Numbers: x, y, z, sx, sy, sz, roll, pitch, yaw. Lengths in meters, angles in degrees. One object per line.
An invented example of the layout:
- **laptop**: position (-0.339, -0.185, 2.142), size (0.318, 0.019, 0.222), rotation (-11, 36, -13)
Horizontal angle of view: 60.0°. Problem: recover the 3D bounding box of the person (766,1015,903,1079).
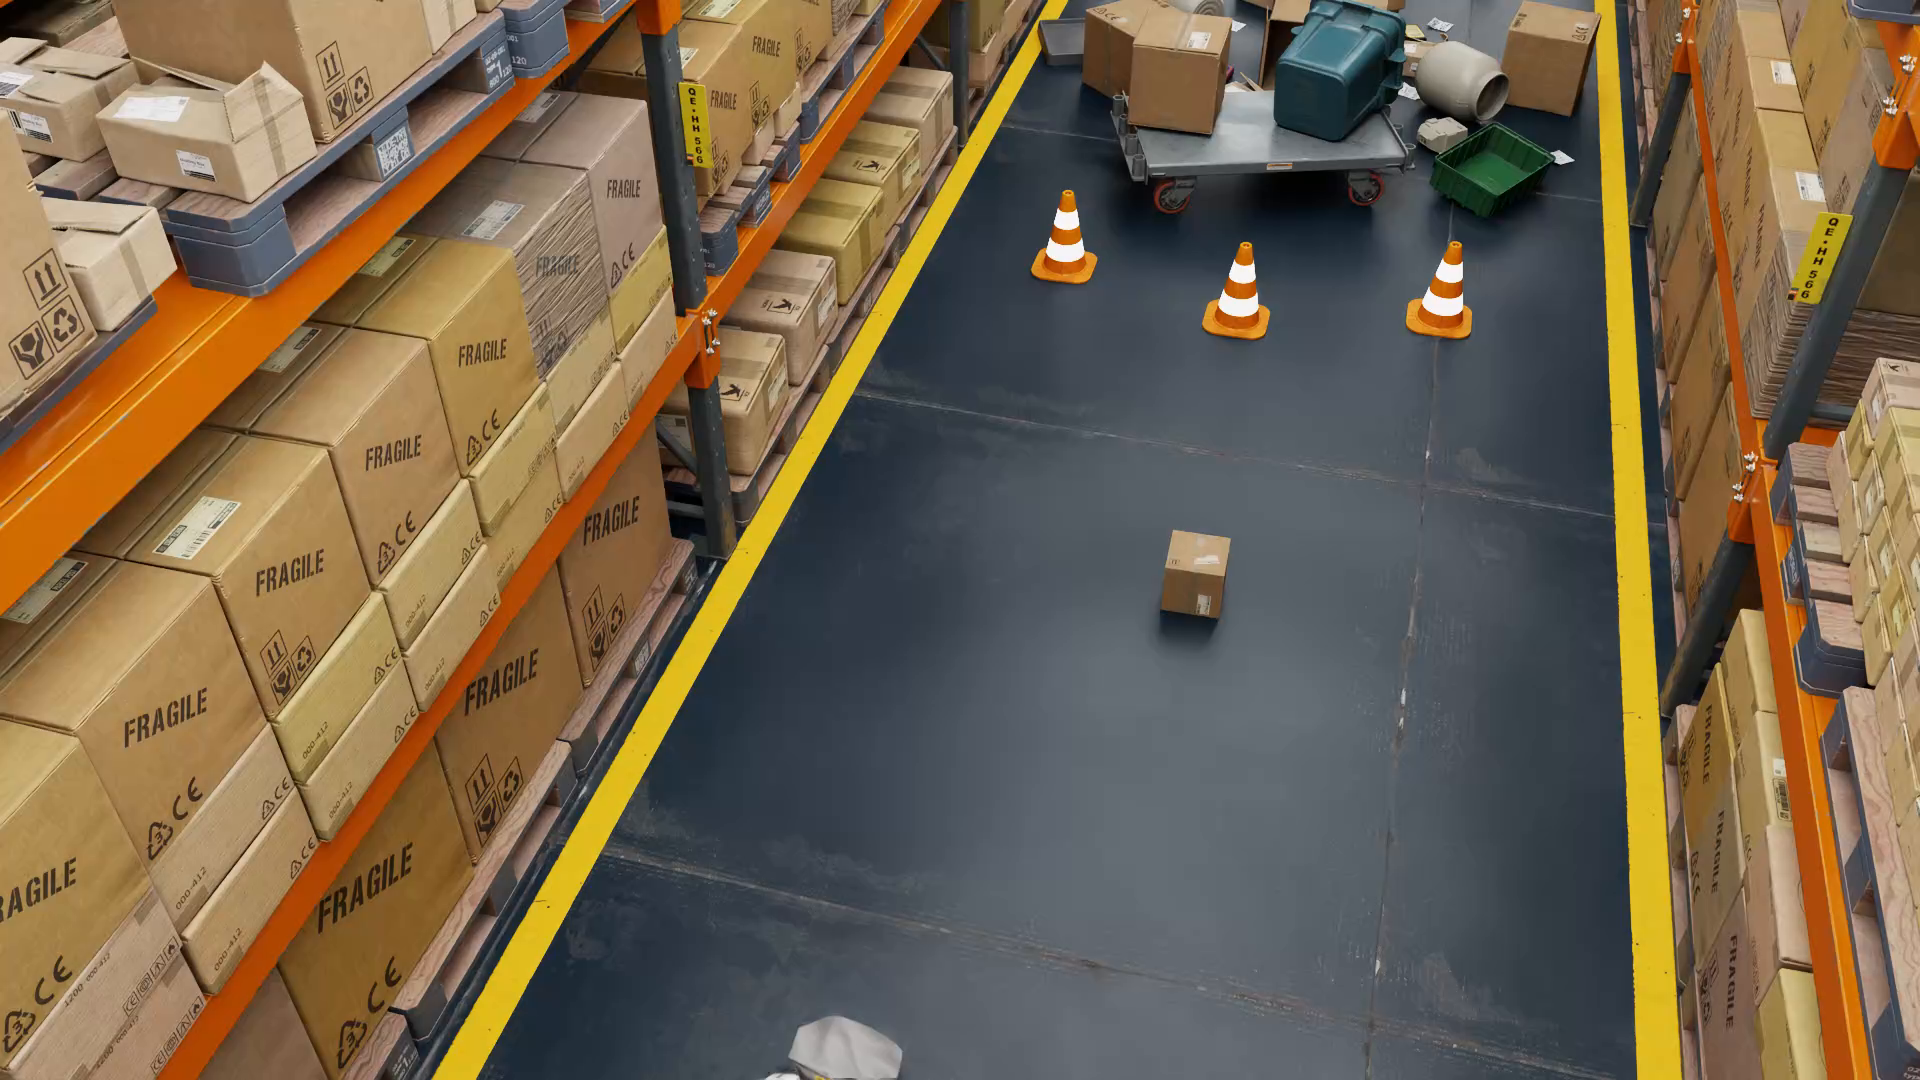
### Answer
- **person**: position (-0.313, 1.762, 4.085), size (0.557, 1.729, 1.015), rotation (14, 43, 16)
